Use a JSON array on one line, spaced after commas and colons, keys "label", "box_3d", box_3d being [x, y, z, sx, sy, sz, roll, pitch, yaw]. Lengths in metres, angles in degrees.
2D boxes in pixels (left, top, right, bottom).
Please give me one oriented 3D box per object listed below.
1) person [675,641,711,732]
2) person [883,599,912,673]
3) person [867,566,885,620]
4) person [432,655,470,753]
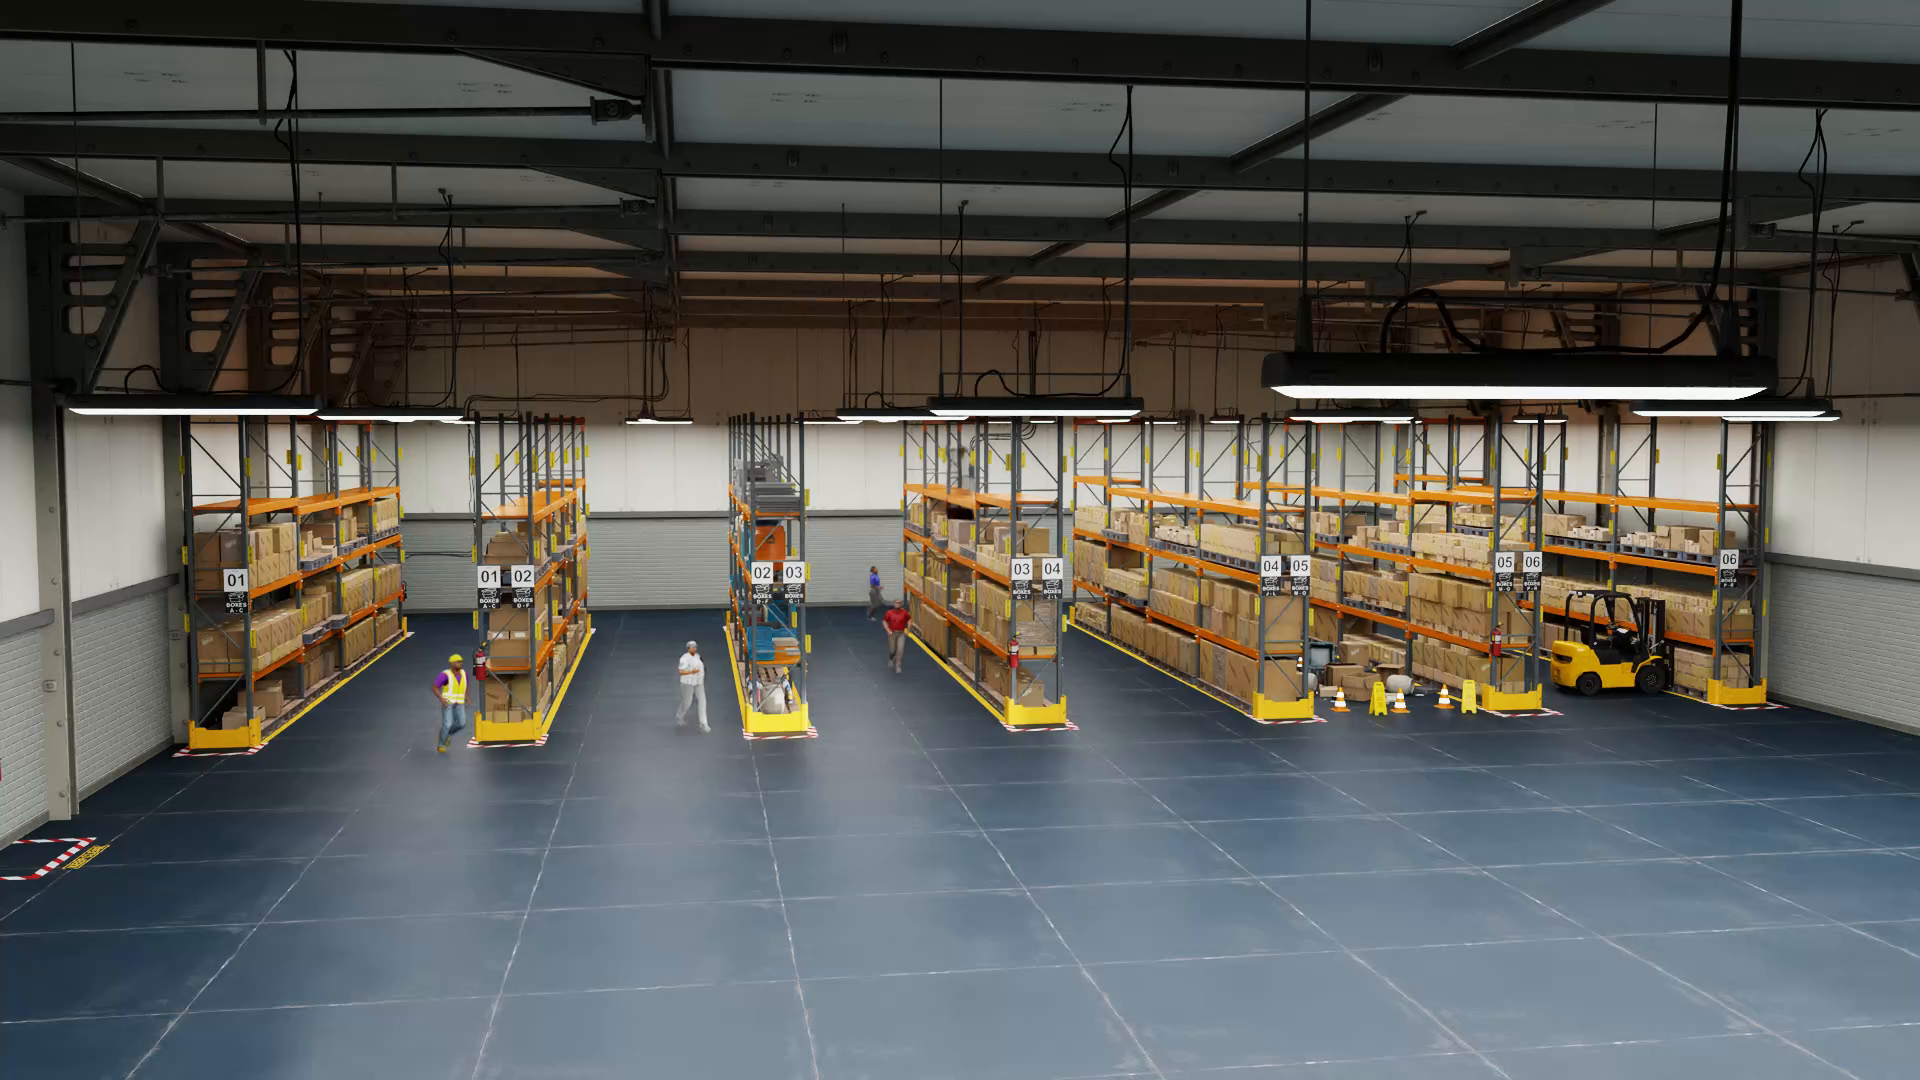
[{"label": "person", "box_3d": [-5.060, 2.743, 31.379, 0.599, 1.690, 0.880, -4, 5, -44]}, {"label": "person", "box_3d": [-1.464, 2.233, 39.023, 0.685, 1.707, 0.631, -1, 4, -9]}, {"label": "person", "box_3d": [-2.474, 1.569, 49.222, 0.562, 1.618, 0.562, 1, 4, 16]}, {"label": "person", "box_3d": [-8.932, 2.876, 29.370, 0.523, 1.699, 0.759, 4, 5, 43]}]
